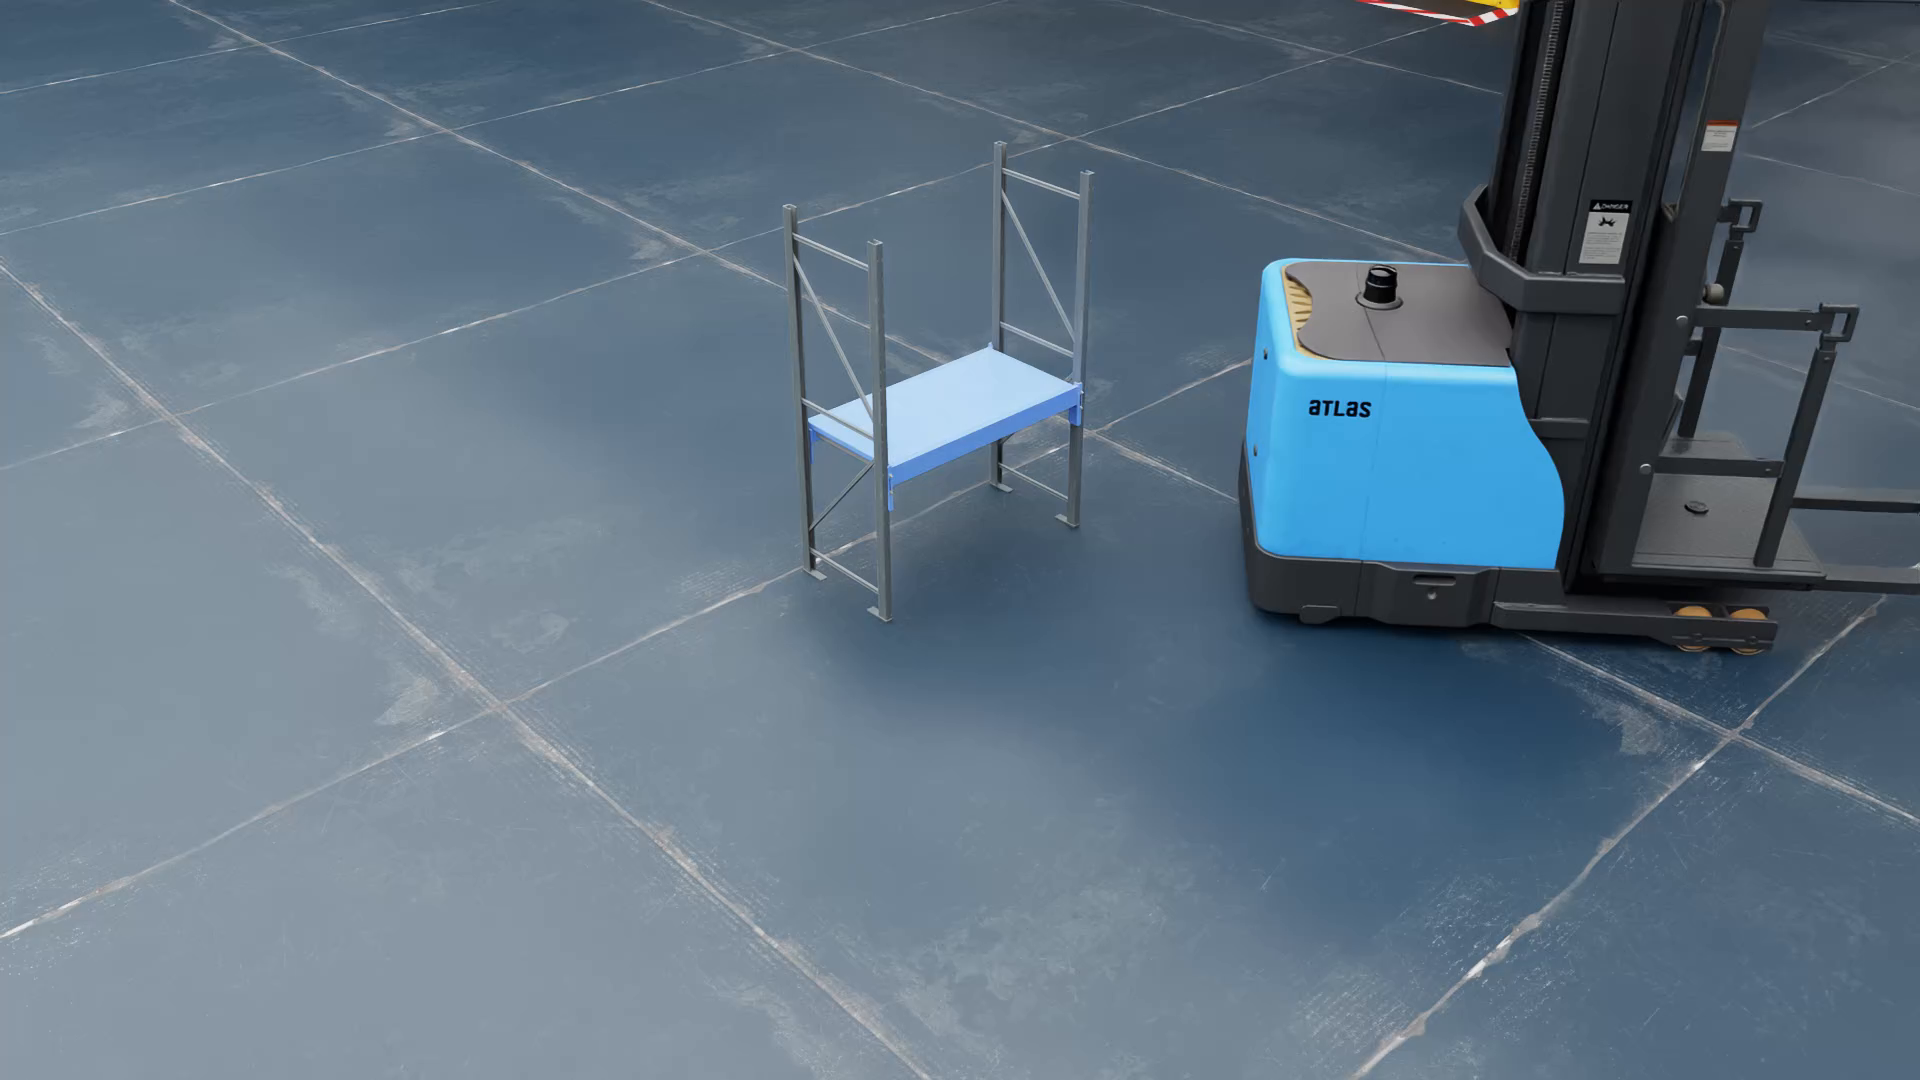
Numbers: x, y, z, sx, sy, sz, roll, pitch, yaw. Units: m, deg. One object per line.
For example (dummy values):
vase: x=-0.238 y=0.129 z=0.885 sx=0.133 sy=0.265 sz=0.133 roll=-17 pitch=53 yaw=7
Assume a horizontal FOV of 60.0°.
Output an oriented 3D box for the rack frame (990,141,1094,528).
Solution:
rack frame: x=0.310 y=-0.790 z=6.604 sx=0.032 sy=1.500 sz=0.500 roll=-26 pitch=40 yaw=-35

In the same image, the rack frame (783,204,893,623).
rack frame: x=-0.435 y=-0.429 z=6.014 sx=0.032 sy=1.500 sz=0.500 roll=-26 pitch=40 yaw=-35

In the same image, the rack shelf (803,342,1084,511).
rack shelf: x=-0.063 y=-0.456 z=6.403 sx=1.000 sy=0.185 sz=0.538 roll=-26 pitch=40 yaw=-35

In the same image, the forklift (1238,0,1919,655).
forklift: x=2.636 y=-1.123 z=5.777 sx=3.031 sy=2.935 sz=1.130 roll=3 pitch=32 yaw=5

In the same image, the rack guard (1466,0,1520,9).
rack guard: x=4.388 y=-4.995 z=14.440 sx=0.348 sy=0.500 sz=1.175 roll=-26 pitch=40 yaw=-35

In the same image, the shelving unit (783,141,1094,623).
shelving unit: x=-0.063 y=-0.610 z=6.309 sx=1.048 sy=1.500 sz=0.538 roll=-26 pitch=40 yaw=-35
